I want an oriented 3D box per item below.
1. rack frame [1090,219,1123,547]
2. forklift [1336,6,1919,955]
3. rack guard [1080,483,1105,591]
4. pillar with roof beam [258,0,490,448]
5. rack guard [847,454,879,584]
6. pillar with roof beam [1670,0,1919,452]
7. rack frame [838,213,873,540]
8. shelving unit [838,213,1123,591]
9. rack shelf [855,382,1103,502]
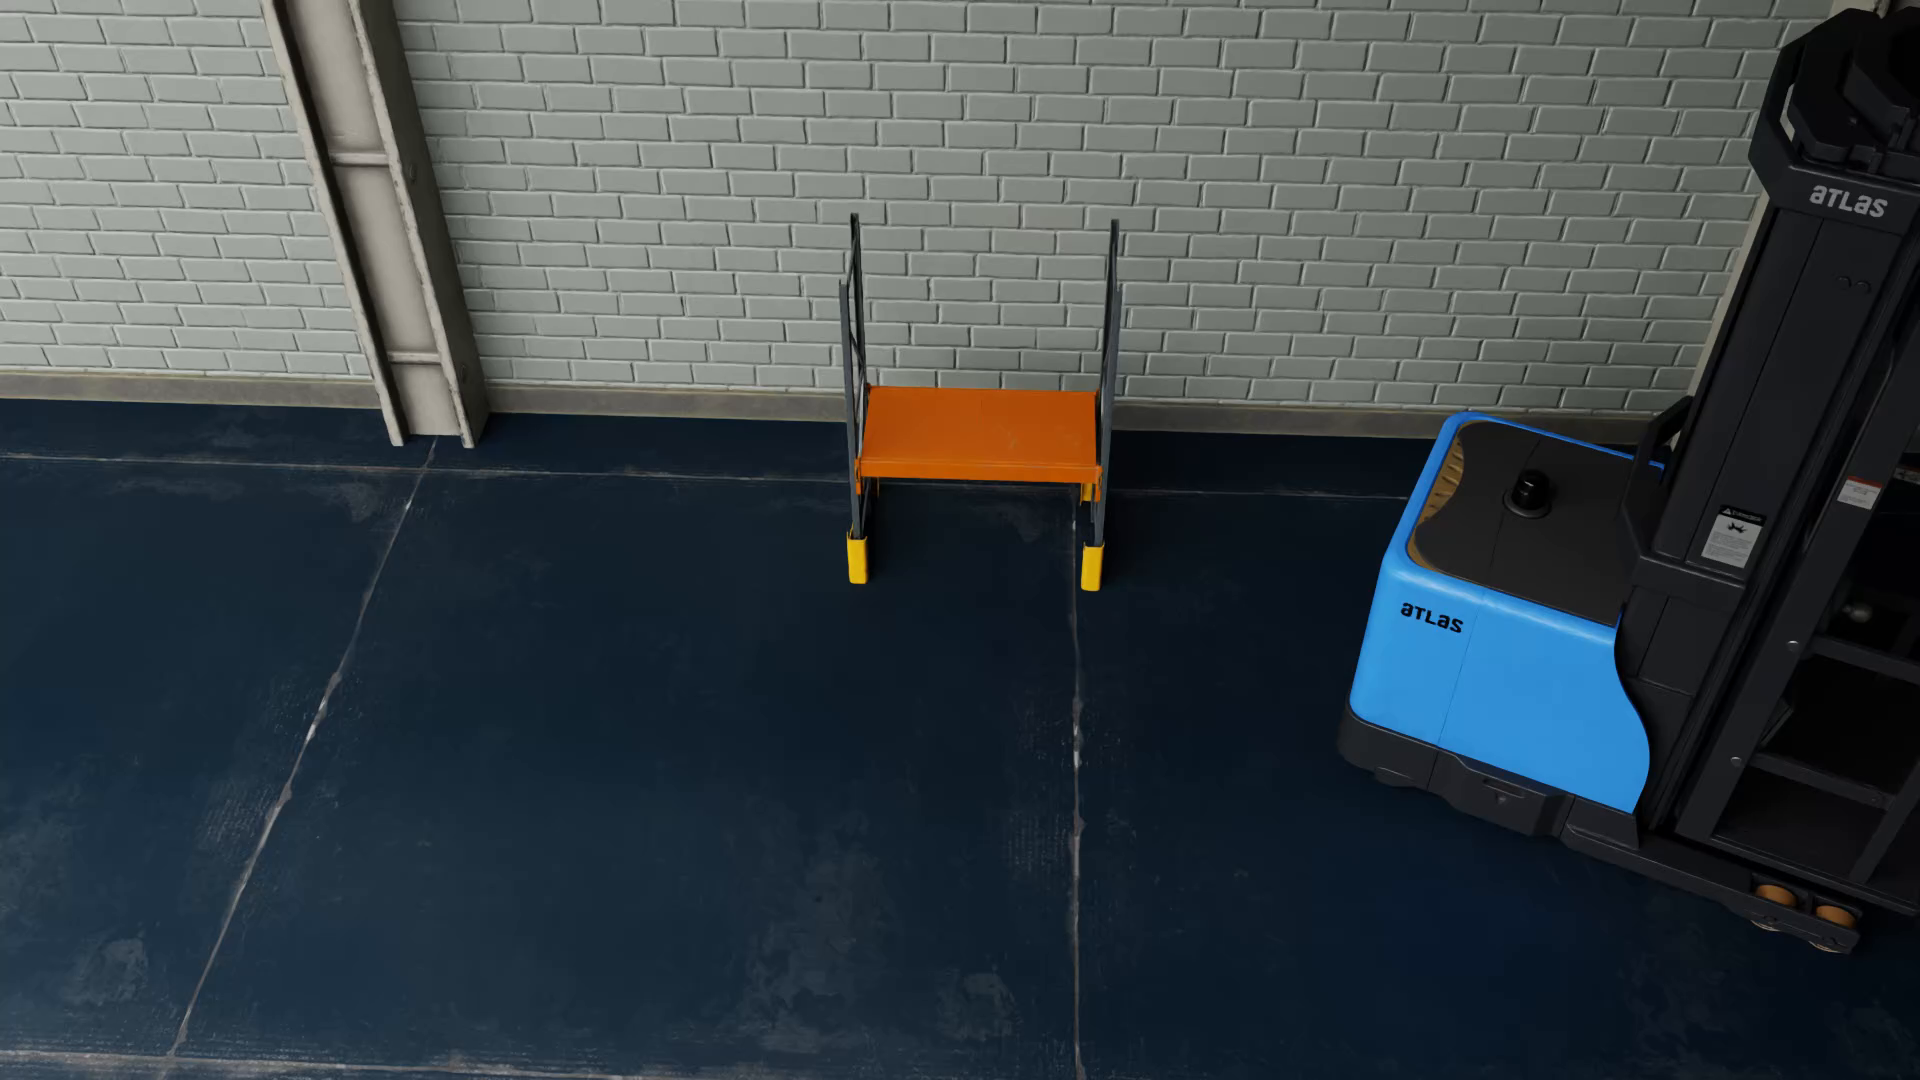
[{"bbox_3d":[0.593,-0.531,6.805,0.032,1.500,0.500,2,43,2],"label":"rack frame"},{"bbox_3d":[2.996,-0.055,5.244,3.031,2.935,1.130,19,46,19],"label":"forklift"},{"bbox_3d":[0.574,-0.074,7.231,0.087,0.250,0.587,2,43,2],"label":"rack guard"},{"bbox_3d":[-2.658,-0.903,1.703,0.400,9.000,9.100,2,43,2],"label":"pillar with roof beam"},{"bbox_3d":[-0.421,-0.104,7.264,0.087,0.250,0.587,2,43,2],"label":"rack guard"},{"bbox_3d":[3.336,-0.719,1.505,0.400,9.000,9.100,2,43,2],"label":"pillar with roof beam"},{"bbox_3d":[-0.423,-0.562,6.838,0.032,1.500,0.500,2,43,2],"label":"rack frame"},{"bbox_3d":[0.076,-0.546,6.822,1.083,1.500,0.587,2,43,2],"label":"shelving unit"},{"bbox_3d":[0.085,-0.415,6.944,1.000,0.185,0.538,2,43,2],"label":"rack shelf"}]
